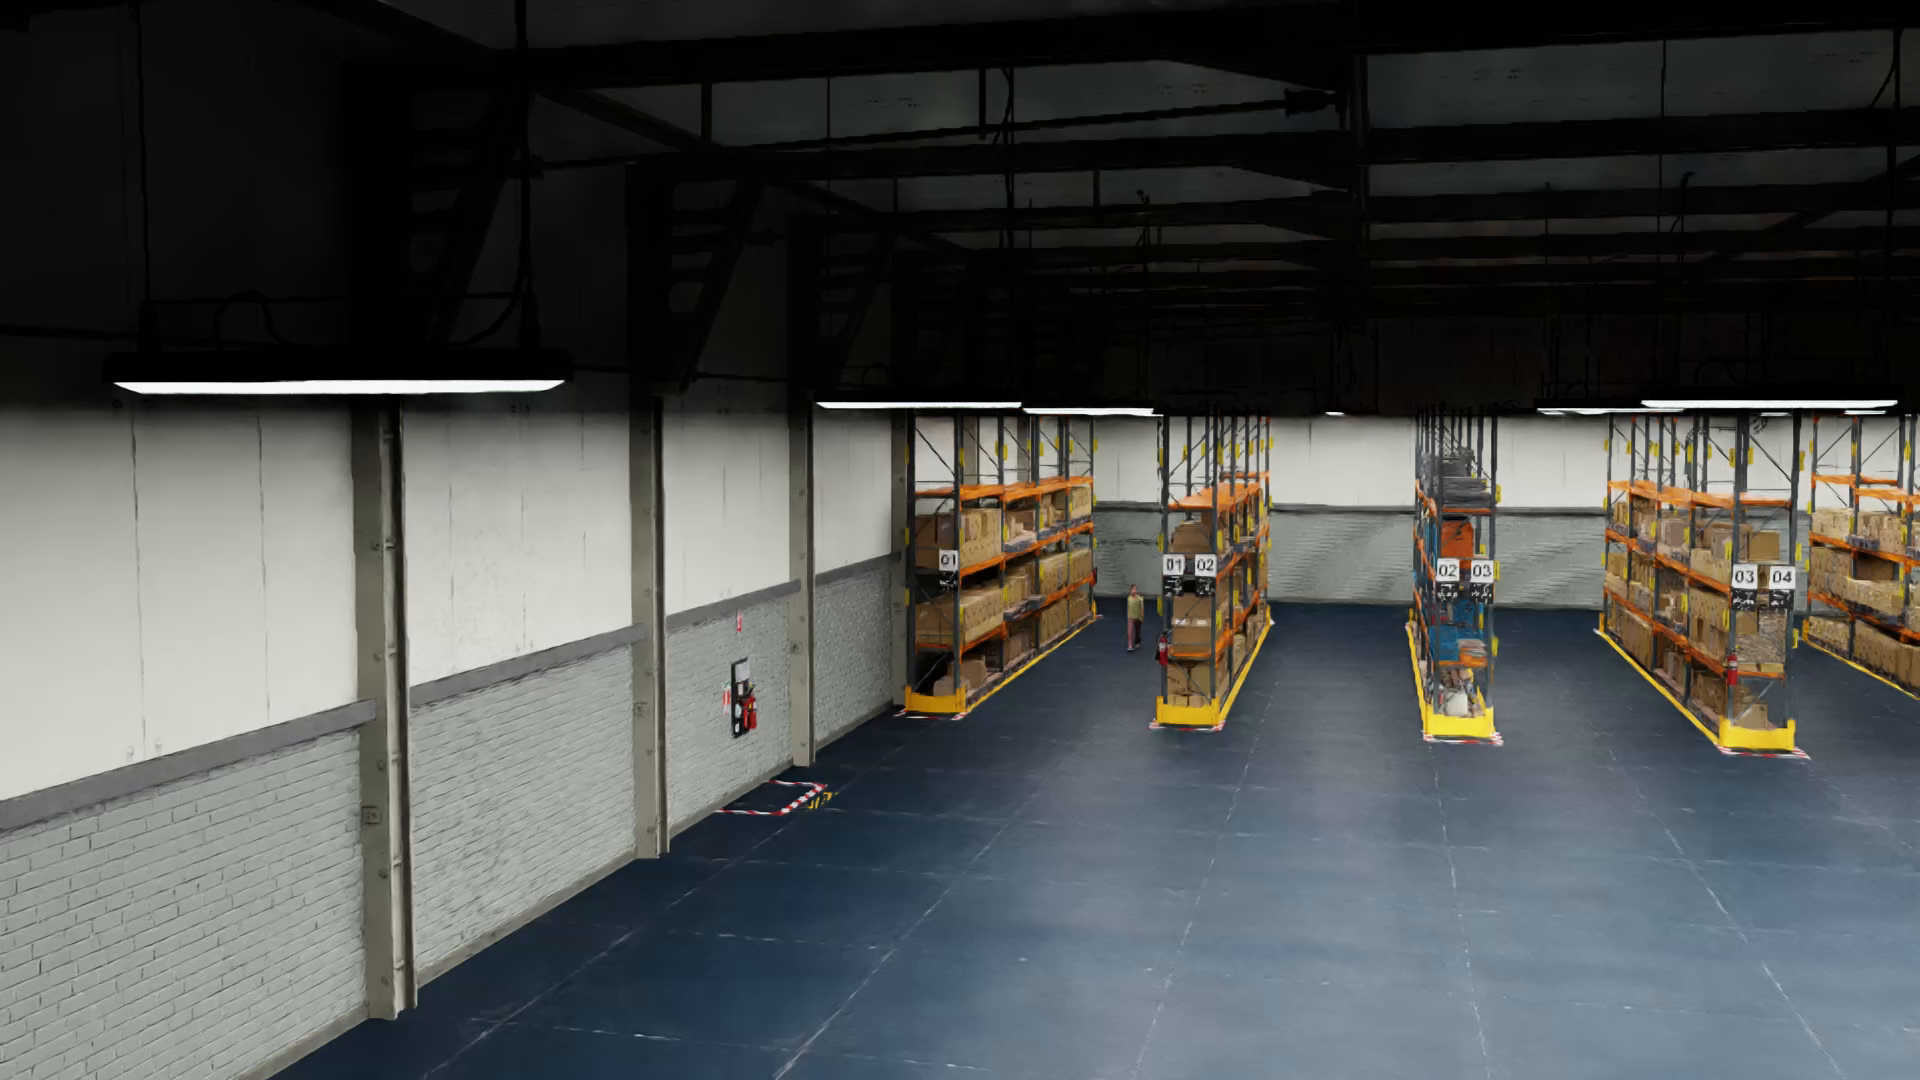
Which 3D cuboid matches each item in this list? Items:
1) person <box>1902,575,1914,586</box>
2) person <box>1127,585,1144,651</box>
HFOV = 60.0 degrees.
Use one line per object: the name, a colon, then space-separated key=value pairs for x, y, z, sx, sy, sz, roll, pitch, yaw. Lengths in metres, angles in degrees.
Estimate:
person: x=24.873 y=1.734 z=43.520 sx=0.519 sy=1.664 sz=0.567 roll=-1 pitch=4 yaw=-11
person: x=4.345 y=1.914 z=41.193 sx=0.456 sy=1.612 sz=1.019 roll=1 pitch=4 yaw=13
